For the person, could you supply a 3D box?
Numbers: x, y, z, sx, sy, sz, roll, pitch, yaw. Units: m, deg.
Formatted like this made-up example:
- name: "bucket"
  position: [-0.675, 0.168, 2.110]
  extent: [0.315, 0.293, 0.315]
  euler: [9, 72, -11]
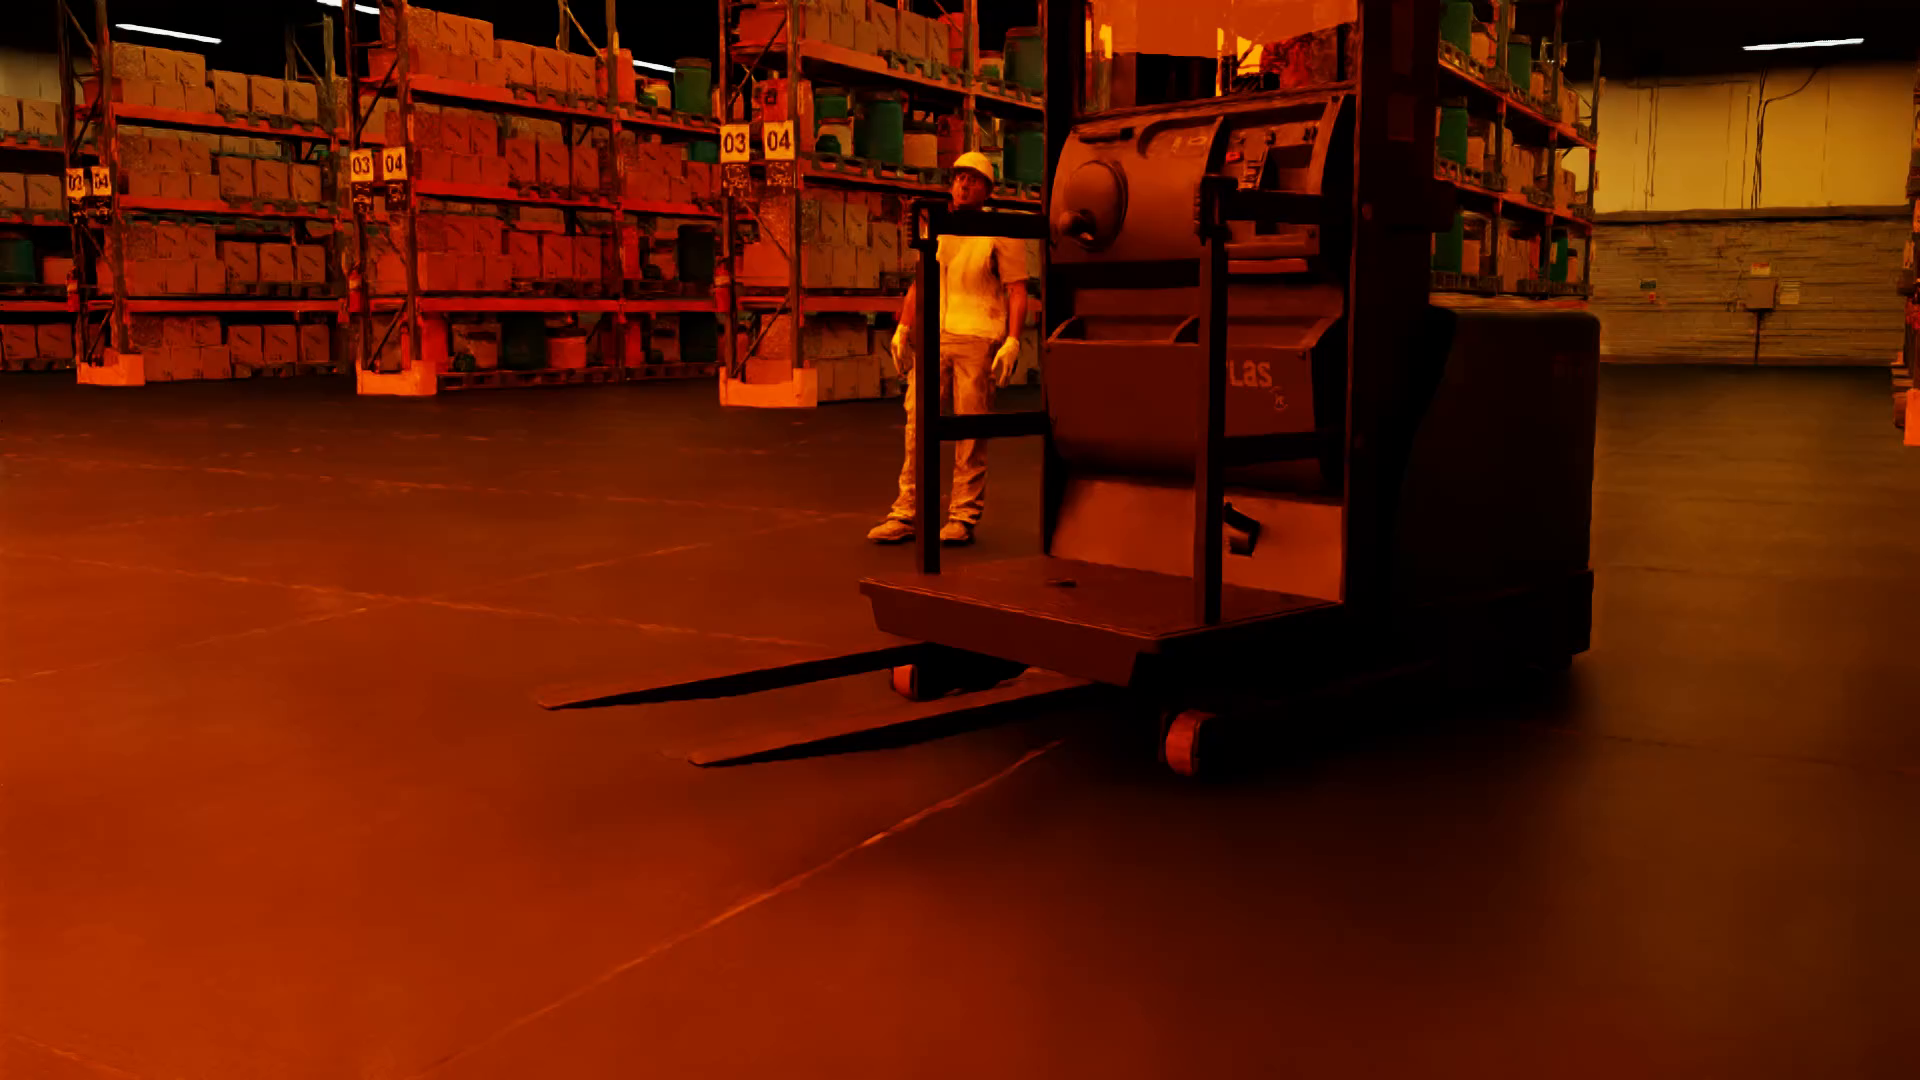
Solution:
- name: "person"
  position: [-0.042, -0.882, 7.632]
  extent: [0.655, 1.782, 0.576]
  euler: [4, 9, 29]

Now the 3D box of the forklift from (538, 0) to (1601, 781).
- name: "forklift"
  position: [0.437, -0.979, 4.190]
  extent: [3.031, 2.935, 1.130]
  euler: [-7, 10, -41]
